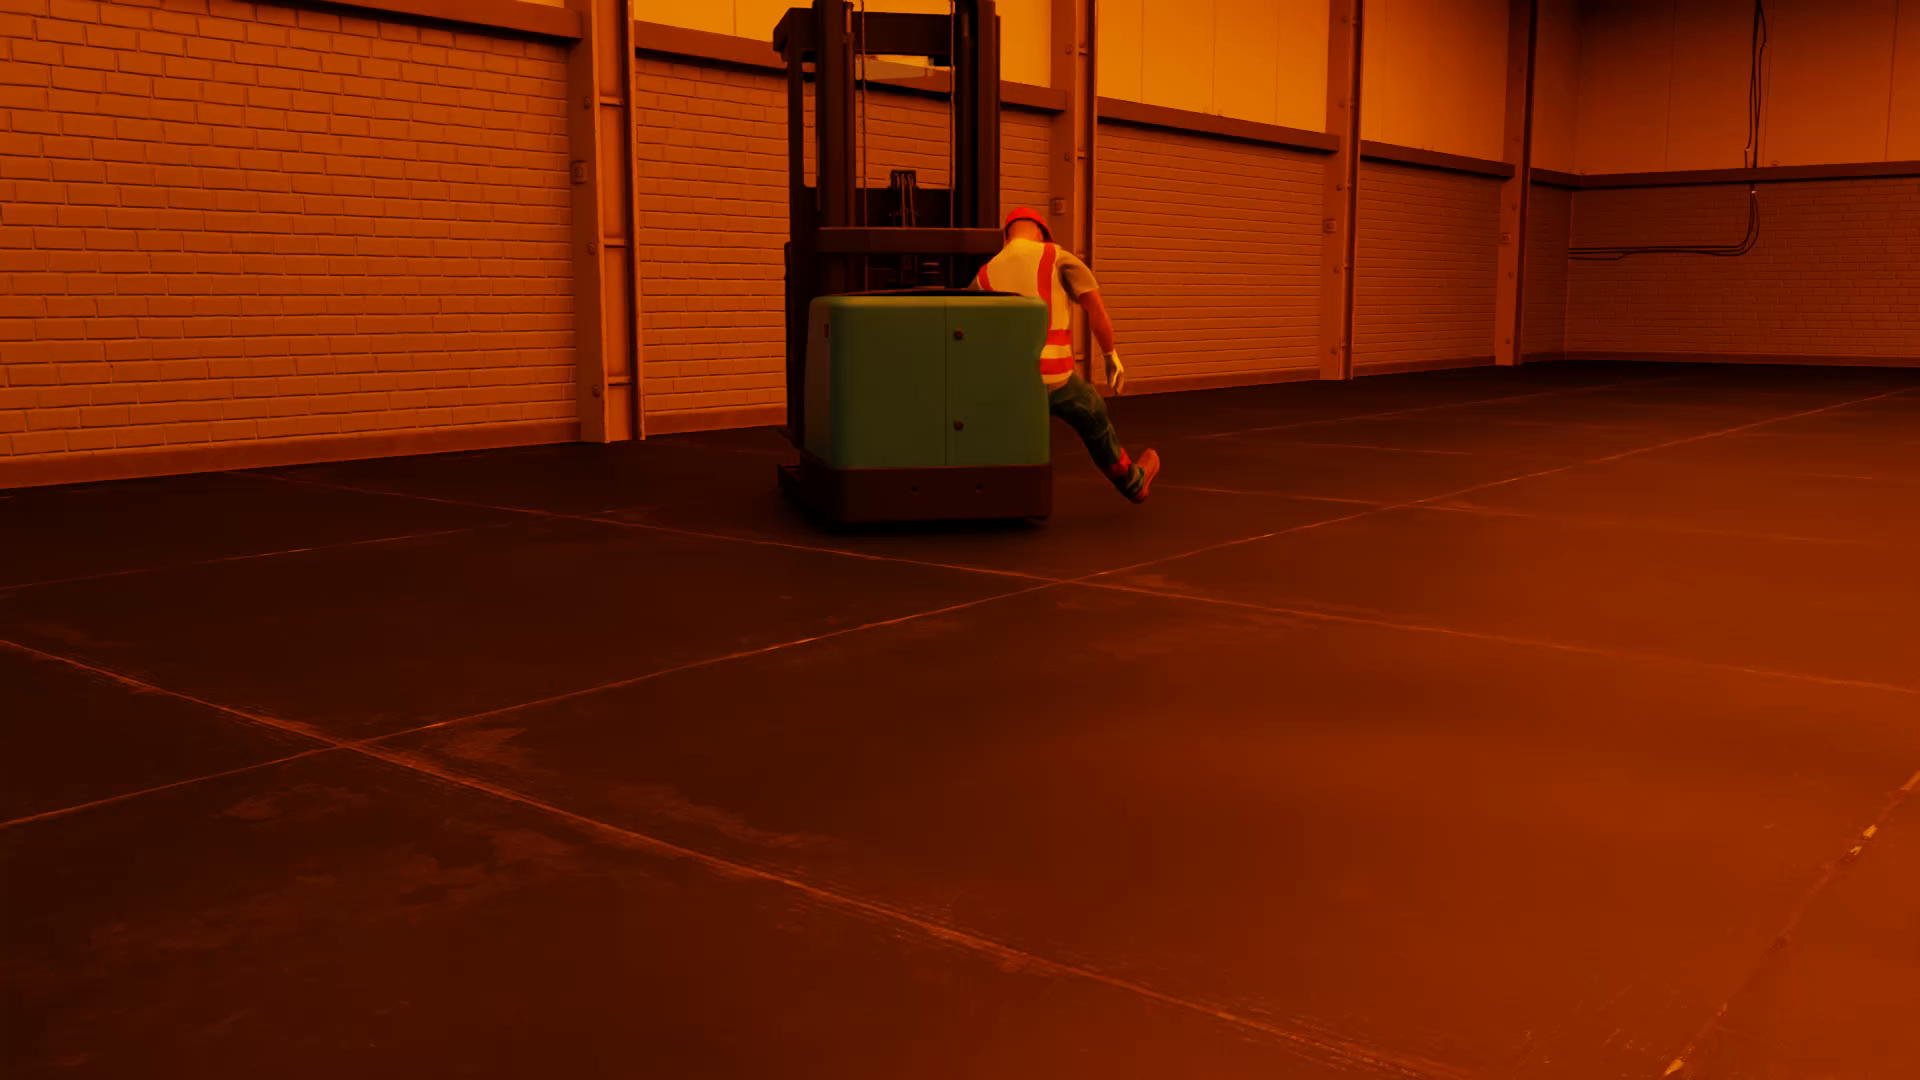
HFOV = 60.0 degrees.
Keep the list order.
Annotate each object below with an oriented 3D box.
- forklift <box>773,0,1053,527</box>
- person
[{"bbox_3d":[-0.387,-1.687,8.811,1.130,2.935,3.031,-2,9,-12],"label":"forklift"},{"bbox_3d":[0.367,-0.876,8.076,1.038,1.451,1.061,5,10,30],"label":"person"}]
